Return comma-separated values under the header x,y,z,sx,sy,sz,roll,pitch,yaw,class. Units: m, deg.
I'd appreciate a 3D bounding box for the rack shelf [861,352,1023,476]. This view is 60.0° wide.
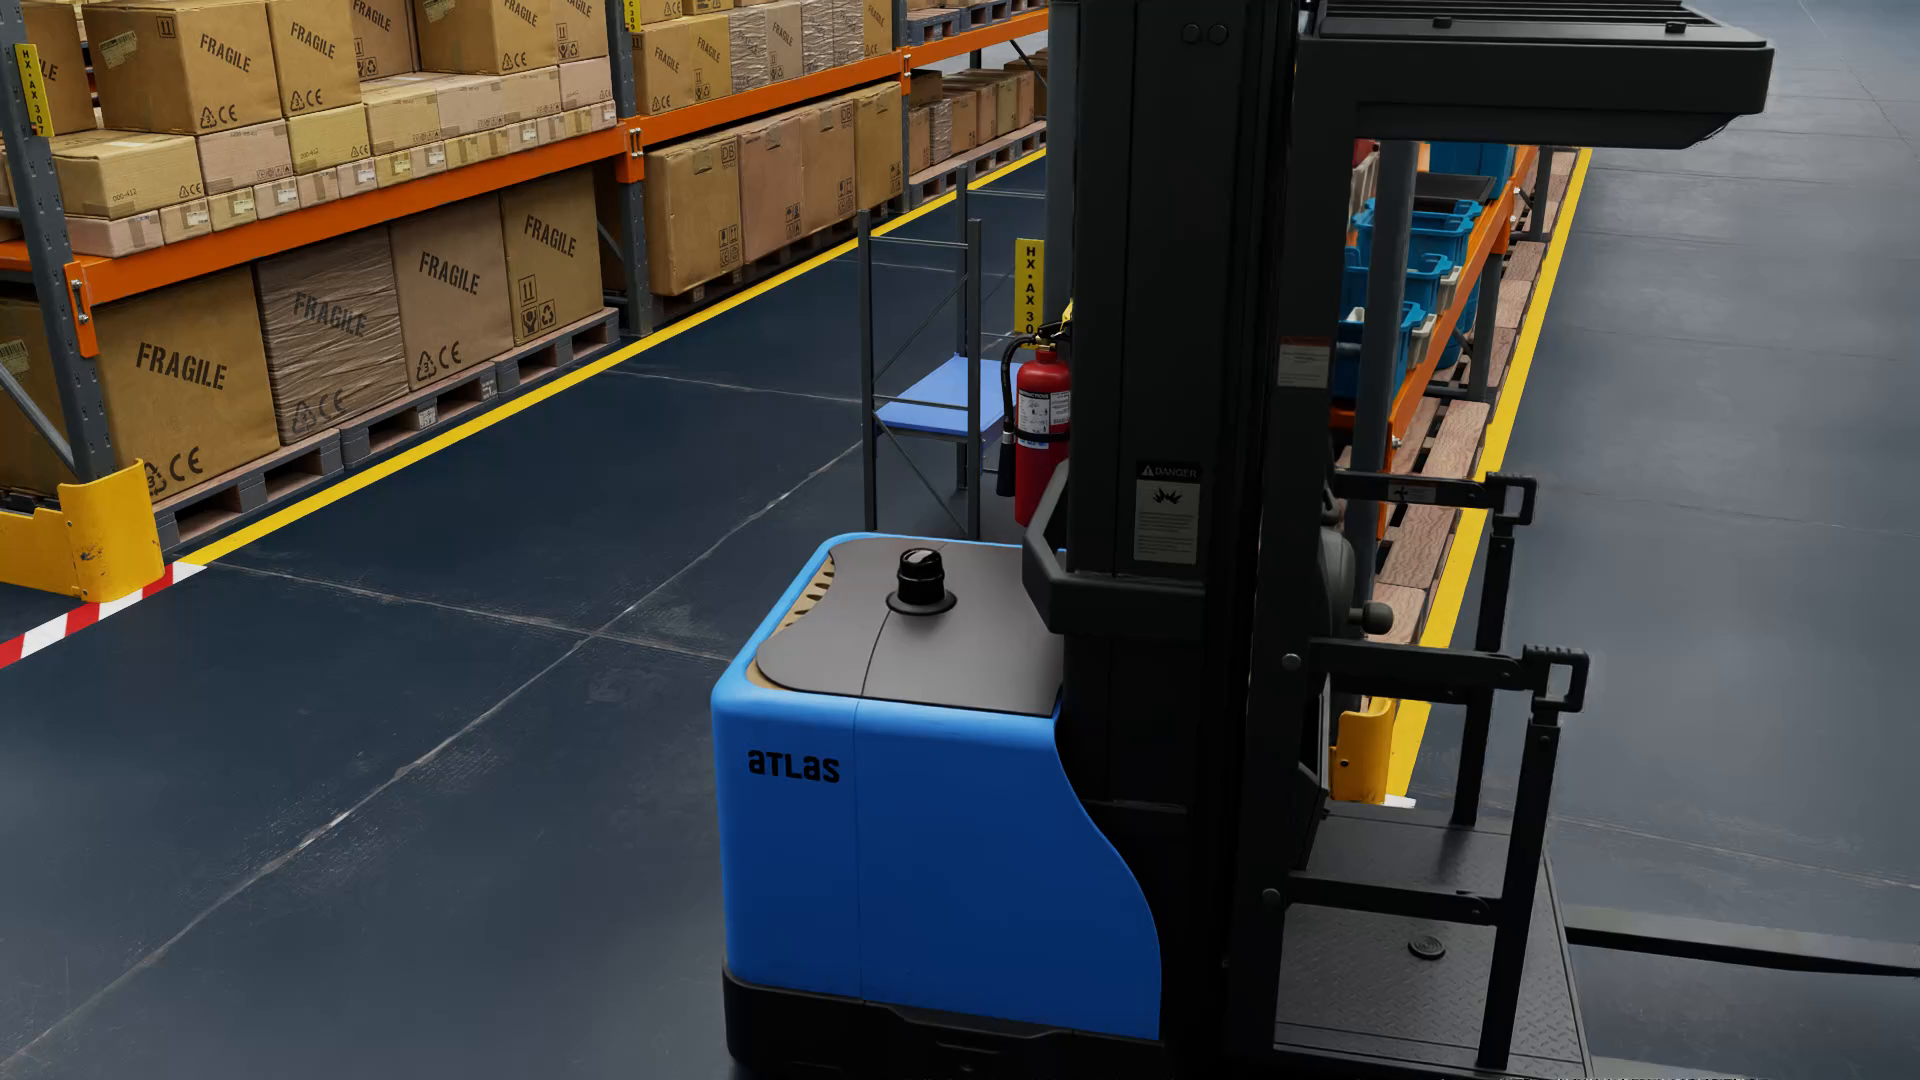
x,y,z,sx,sy,sz,roll,pitch,yaw,class
0.032,-0.557,7.103,0.538,0.185,1.000,9,24,20,rack shelf

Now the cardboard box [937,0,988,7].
x,y,z,sx,sy,sz,roll,pitch,yaw,class
-0.066,-4.831,14.574,0.500,0.250,0.500,8,24,19,cardboard box

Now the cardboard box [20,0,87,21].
x,y,z,sx,sy,sz,roll,pitch,yaw,class
-6.382,-3.745,11.719,0.380,0.149,0.250,9,24,21,cardboard box

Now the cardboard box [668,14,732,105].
x,y,z,sx,sy,sz,roll,pitch,yaw,class
-1.799,-3.063,10.562,0.500,0.500,0.500,9,24,20,cardboard box

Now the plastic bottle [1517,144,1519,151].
x,y,z,sx,sy,sz,roll,pitch,yaw,class
2.872,-2.184,8.748,0.152,0.276,0.135,9,24,20,plastic bottle

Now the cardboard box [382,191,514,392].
x,y,z,sx,sy,sz,roll,pitch,yaw,class
-3.042,-1.375,8.861,0.875,0.875,0.875,9,24,20,cardboard box

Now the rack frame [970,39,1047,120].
x,y,z,sx,sy,sz,roll,pitch,yaw,class
0.584,-5.571,16.696,1.000,3.000,0.127,9,24,20,rack frame

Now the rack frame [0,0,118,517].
x,y,z,sx,sy,sz,roll,pitch,yaw,class
-3.874,-1.277,6.415,1.000,3.000,0.127,9,24,20,rack frame

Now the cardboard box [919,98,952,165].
x,y,z,sx,sy,sz,roll,pitch,yaw,class
-0.478,-3.632,14.726,0.700,0.500,0.500,7,24,16,cardboard box

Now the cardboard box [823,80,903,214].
x,y,z,sx,sy,sz,roll,pitch,yaw,class
-1.178,-3.109,13.013,1.225,0.875,0.875,8,24,18,cardboard box

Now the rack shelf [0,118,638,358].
x,y,z,sx,sy,sz,roll,pitch,yaw,class
-3.131,-1.661,8.267,1.077,0.370,4.000,9,24,20,rack shelf

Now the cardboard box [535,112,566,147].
x,y,z,sx,sy,sz,roll,pitch,yaw,class
-2.388,-2.252,9.076,0.380,0.149,0.250,8,24,19,cardboard box

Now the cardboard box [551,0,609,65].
x,y,z,sx,sy,sz,roll,pitch,yaw,class
-2.310,-2.920,9.184,0.500,0.500,0.500,10,24,22,cardboard box

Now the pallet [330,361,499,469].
x,y,z,sx,sy,sz,roll,pitch,yaw,class
-3.195,-0.723,8.706,1.003,0.211,1.213,9,24,20,pallet

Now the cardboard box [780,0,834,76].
x,y,z,sx,sy,sz,roll,pitch,yaw,class
-1.236,-3.610,11.871,0.500,0.500,0.500,8,24,18,cardboard box

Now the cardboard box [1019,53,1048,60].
x,y,z,sx,sy,sz,roll,pitch,yaw,class
0.975,-4.955,17.919,0.500,0.500,0.500,18,29,37,cardboard box

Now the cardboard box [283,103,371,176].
x,y,z,sx,sy,sz,roll,pitch,yaw,class
-3.068,-1.844,7.582,0.500,0.250,0.500,8,24,18,cardboard box

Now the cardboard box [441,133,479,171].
x,y,z,sx,sy,sz,roll,pitch,yaw,class
-2.674,-1.976,8.416,0.380,0.149,0.250,8,24,19,cardboard box

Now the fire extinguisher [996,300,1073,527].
x,y,z,sx,sy,sz,roll,pitch,yaw,class
0.247,-0.371,4.831,0.296,0.674,0.183,9,24,20,fire extinguisher

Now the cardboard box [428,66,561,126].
x,y,z,sx,sy,sz,roll,pitch,yaw,class
-2.498,-2.395,8.901,0.500,0.250,0.500,10,24,22,cardboard box

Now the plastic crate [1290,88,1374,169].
x,y,z,sx,sy,sz,roll,pitch,yaw,class
1.646,-1.773,7.441,0.402,0.464,0.583,9,24,20,plastic crate

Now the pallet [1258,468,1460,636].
x,y,z,sx,sy,sz,roll,pitch,yaw,class
1.522,-0.006,6.990,1.003,0.211,1.213,9,24,20,pallet

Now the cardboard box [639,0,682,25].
x,y,z,sx,sy,sz,roll,pitch,yaw,class
-2.158,-3.447,10.179,0.797,0.503,0.637,8,24,19,cardboard box

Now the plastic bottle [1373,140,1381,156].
x,y,z,sx,sy,sz,roll,pitch,yaw,class
2.180,-2.084,8.604,0.097,0.201,0.097,0,23,0,plastic bottle

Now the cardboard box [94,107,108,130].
x,y,z,sx,sy,sz,roll,pitch,yaw,class
-3.751,-1.738,7.327,0.500,0.250,0.500,8,24,19,cardboard box

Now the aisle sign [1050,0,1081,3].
x,y,z,sx,sy,sz,roll,pitch,yaw,class
0.426,-1.783,4.255,0.394,0.787,0.004,9,24,20,aisle sign

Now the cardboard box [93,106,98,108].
x,y,z,sx,sy,sz,roll,pitch,yaw,class
-6.436,-3.068,12.427,0.500,0.250,0.500,8,24,18,cardboard box

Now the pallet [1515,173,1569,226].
x,y,z,sx,sy,sz,roll,pitch,yaw,class
4.475,-2.851,13.801,1.003,0.211,1.213,9,24,20,pallet

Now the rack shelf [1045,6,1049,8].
x,y,z,sx,sy,sz,roll,pitch,yaw,class
1.327,-5.955,18.548,1.077,0.370,4.000,9,24,20,rack shelf

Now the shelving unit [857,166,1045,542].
x,y,z,sx,sy,sz,roll,pitch,yaw,class
0.032,-0.723,7.034,0.538,1.500,1.048,9,24,20,shelving unit

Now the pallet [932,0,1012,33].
x,y,z,sx,sy,sz,roll,pitch,yaw,class
-0.205,-4.765,15.016,1.003,0.211,1.213,9,24,20,pallet

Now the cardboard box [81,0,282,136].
x,y,z,sx,sy,sz,roll,pitch,yaw,class
-3.259,-2.003,6.989,0.500,0.500,0.500,8,24,19,cardboard box

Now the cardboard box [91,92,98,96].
x,y,z,sx,sy,sz,roll,pitch,yaw,class
-9.617,-5.006,18.207,0.950,0.372,0.625,8,24,19,cardboard box

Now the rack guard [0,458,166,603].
x,y,z,sx,sy,sz,roll,pitch,yaw,class
-3.883,-0.115,6.876,1.175,0.500,0.348,9,24,20,rack guard

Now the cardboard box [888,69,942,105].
x,y,z,sx,sy,sz,roll,pitch,yaw,class
-0.493,-3.971,14.563,0.500,0.250,0.500,12,25,26,cardboard box

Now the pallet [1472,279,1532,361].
x,y,z,sx,sy,sz,roll,pitch,yaw,class
2.988,-1.421,10.377,1.003,0.211,1.213,9,24,20,pallet

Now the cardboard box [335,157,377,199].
x,y,z,sx,sy,sz,roll,pitch,yaw,class
-2.960,-1.701,7.757,0.380,0.149,0.250,8,24,19,cardboard box

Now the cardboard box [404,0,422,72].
x,y,z,sx,sy,sz,roll,pitch,yaw,class
-2.993,-2.812,8.927,0.500,0.500,0.500,9,24,20,cardboard box

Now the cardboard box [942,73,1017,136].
x,y,z,sx,sy,sz,roll,pitch,yaw,class
0.141,-4.236,16.172,0.700,0.500,0.500,9,24,20,cardboard box

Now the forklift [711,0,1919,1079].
x,y,z,sx,sy,sz,roll,pitch,yaw,class
0.997,-0.093,3.670,3.031,2.935,1.130,5,23,11,forklift

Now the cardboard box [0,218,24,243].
x,y,z,sx,sy,sz,roll,pitch,yaw,class
-4.047,-1.336,6.881,0.380,0.149,0.250,9,24,21,cardboard box

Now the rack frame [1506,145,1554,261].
x,y,z,sx,sy,sz,roll,pitch,yaw,class
3.696,-3.431,11.571,1.000,3.000,0.127,9,24,20,rack frame

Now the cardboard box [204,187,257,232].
x,y,z,sx,sy,sz,roll,pitch,yaw,class
-3.247,-1.424,7.094,0.380,0.149,0.250,8,24,19,cardboard box

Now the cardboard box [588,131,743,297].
x,y,z,sx,sy,sz,roll,pitch,yaw,class
-2.169,-2.154,10.726,1.225,0.875,0.875,9,24,20,cardboard box

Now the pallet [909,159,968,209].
x,y,z,sx,sy,sz,roll,pitch,yaw,class
-0.610,-3.132,14.475,1.003,0.211,1.213,9,24,20,pallet

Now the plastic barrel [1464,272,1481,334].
x,y,z,sx,sy,sz,roll,pitch,yaw,class
2.692,-1.670,9.535,0.600,0.901,0.708,9,24,20,plastic barrel

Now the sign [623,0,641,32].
x,y,z,sx,sy,sz,roll,pitch,yaw,class
-1.872,-3.065,9.471,0.100,0.325,0.005,9,24,20,sign

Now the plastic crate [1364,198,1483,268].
x,y,z,sx,sy,sz,roll,pitch,yaw,class
1.723,-1.138,6.222,0.416,0.233,0.300,9,24,20,plastic crate

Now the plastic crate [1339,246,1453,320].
x,y,z,sx,sy,sz,roll,pitch,yaw,class
1.367,-0.795,5.401,0.416,0.233,0.300,9,24,20,plastic crate

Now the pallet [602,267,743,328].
x,y,z,sx,sy,sz,roll,pitch,yaw,class
-2.171,-1.708,11.066,1.003,0.211,1.213,9,24,20,pallet
